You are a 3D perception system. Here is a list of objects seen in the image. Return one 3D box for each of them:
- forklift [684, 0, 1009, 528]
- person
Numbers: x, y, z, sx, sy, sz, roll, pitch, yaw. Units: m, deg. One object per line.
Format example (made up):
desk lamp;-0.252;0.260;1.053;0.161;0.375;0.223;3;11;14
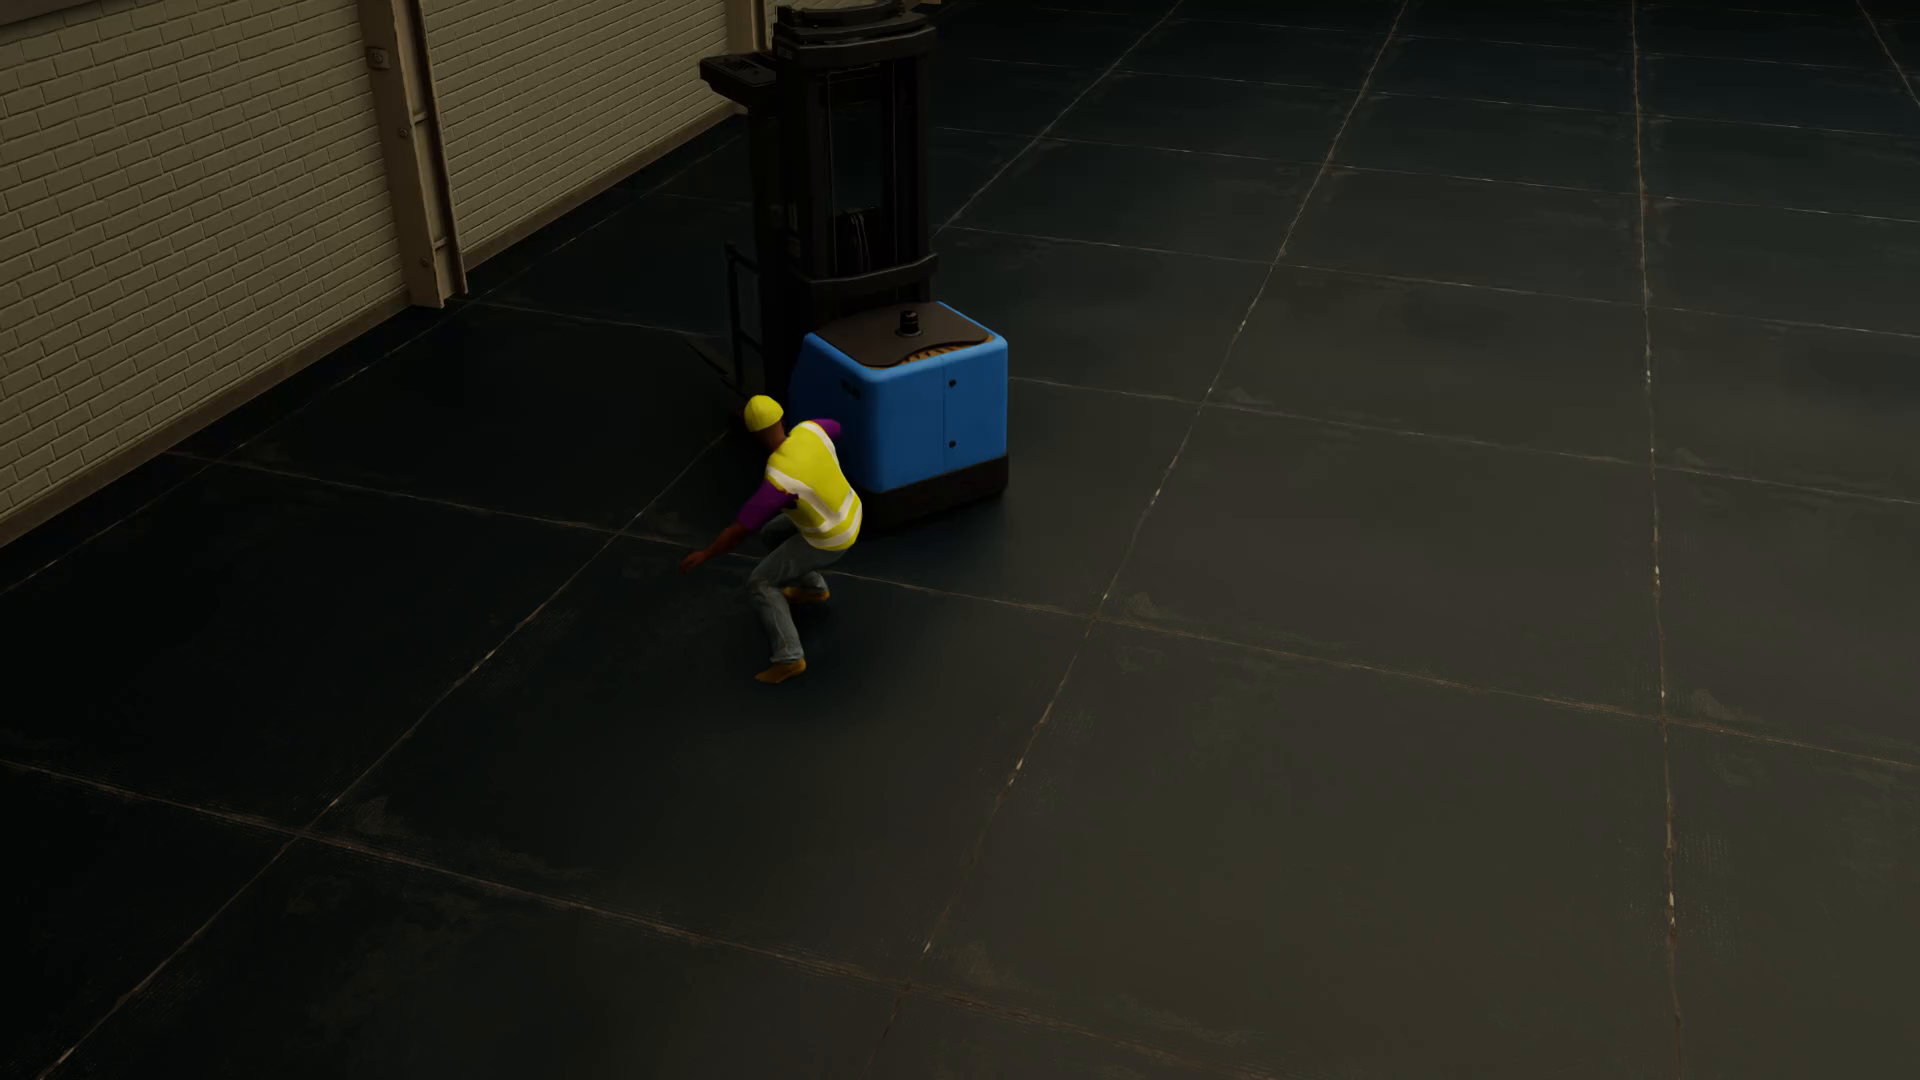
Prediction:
forklift;-0.922;-2.032;10.702;1.130;2.935;3.031;-18;34;-29
person;-0.968;-0.077;8.792;0.863;1.507;0.873;6;30;11
